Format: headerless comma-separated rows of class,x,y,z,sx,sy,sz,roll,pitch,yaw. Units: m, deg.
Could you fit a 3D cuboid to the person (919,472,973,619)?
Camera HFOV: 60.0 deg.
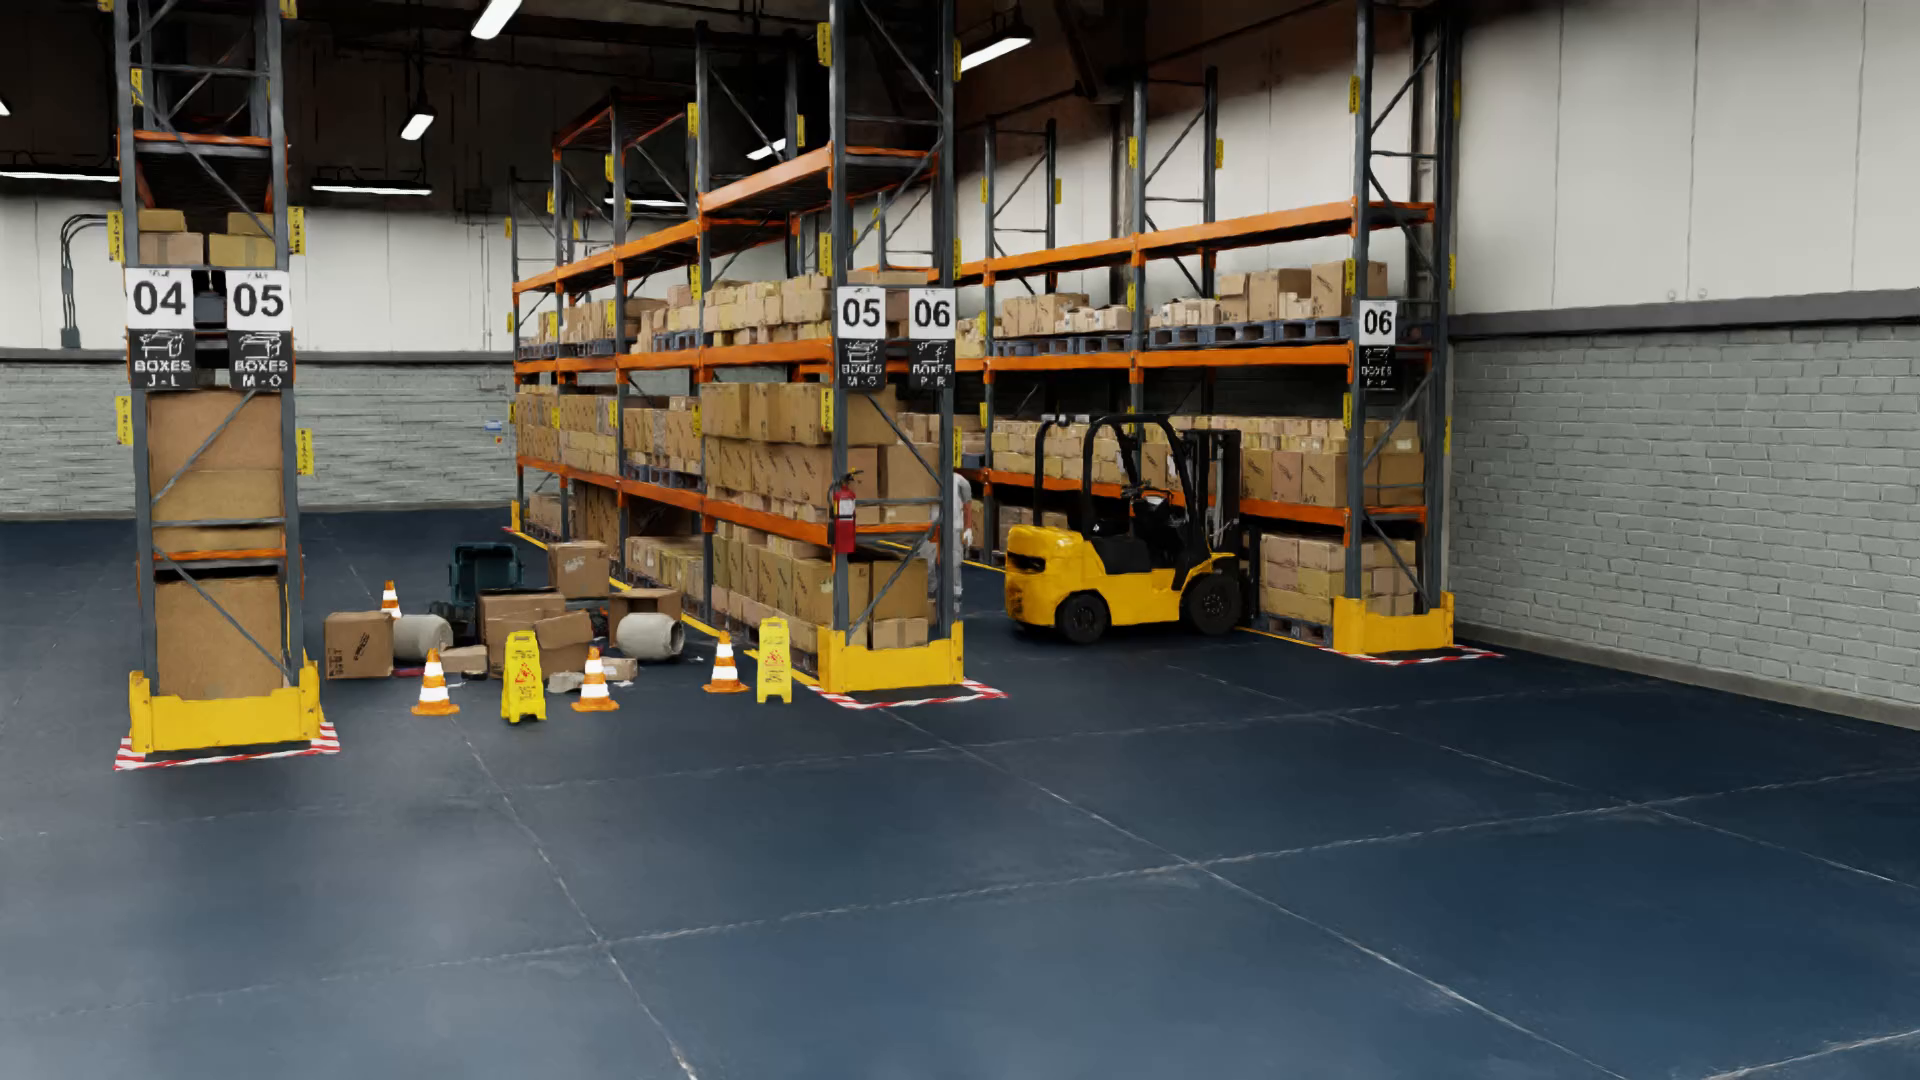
person,-0.150,-0.068,17.270,0.579,1.812,0.464,2,6,19
